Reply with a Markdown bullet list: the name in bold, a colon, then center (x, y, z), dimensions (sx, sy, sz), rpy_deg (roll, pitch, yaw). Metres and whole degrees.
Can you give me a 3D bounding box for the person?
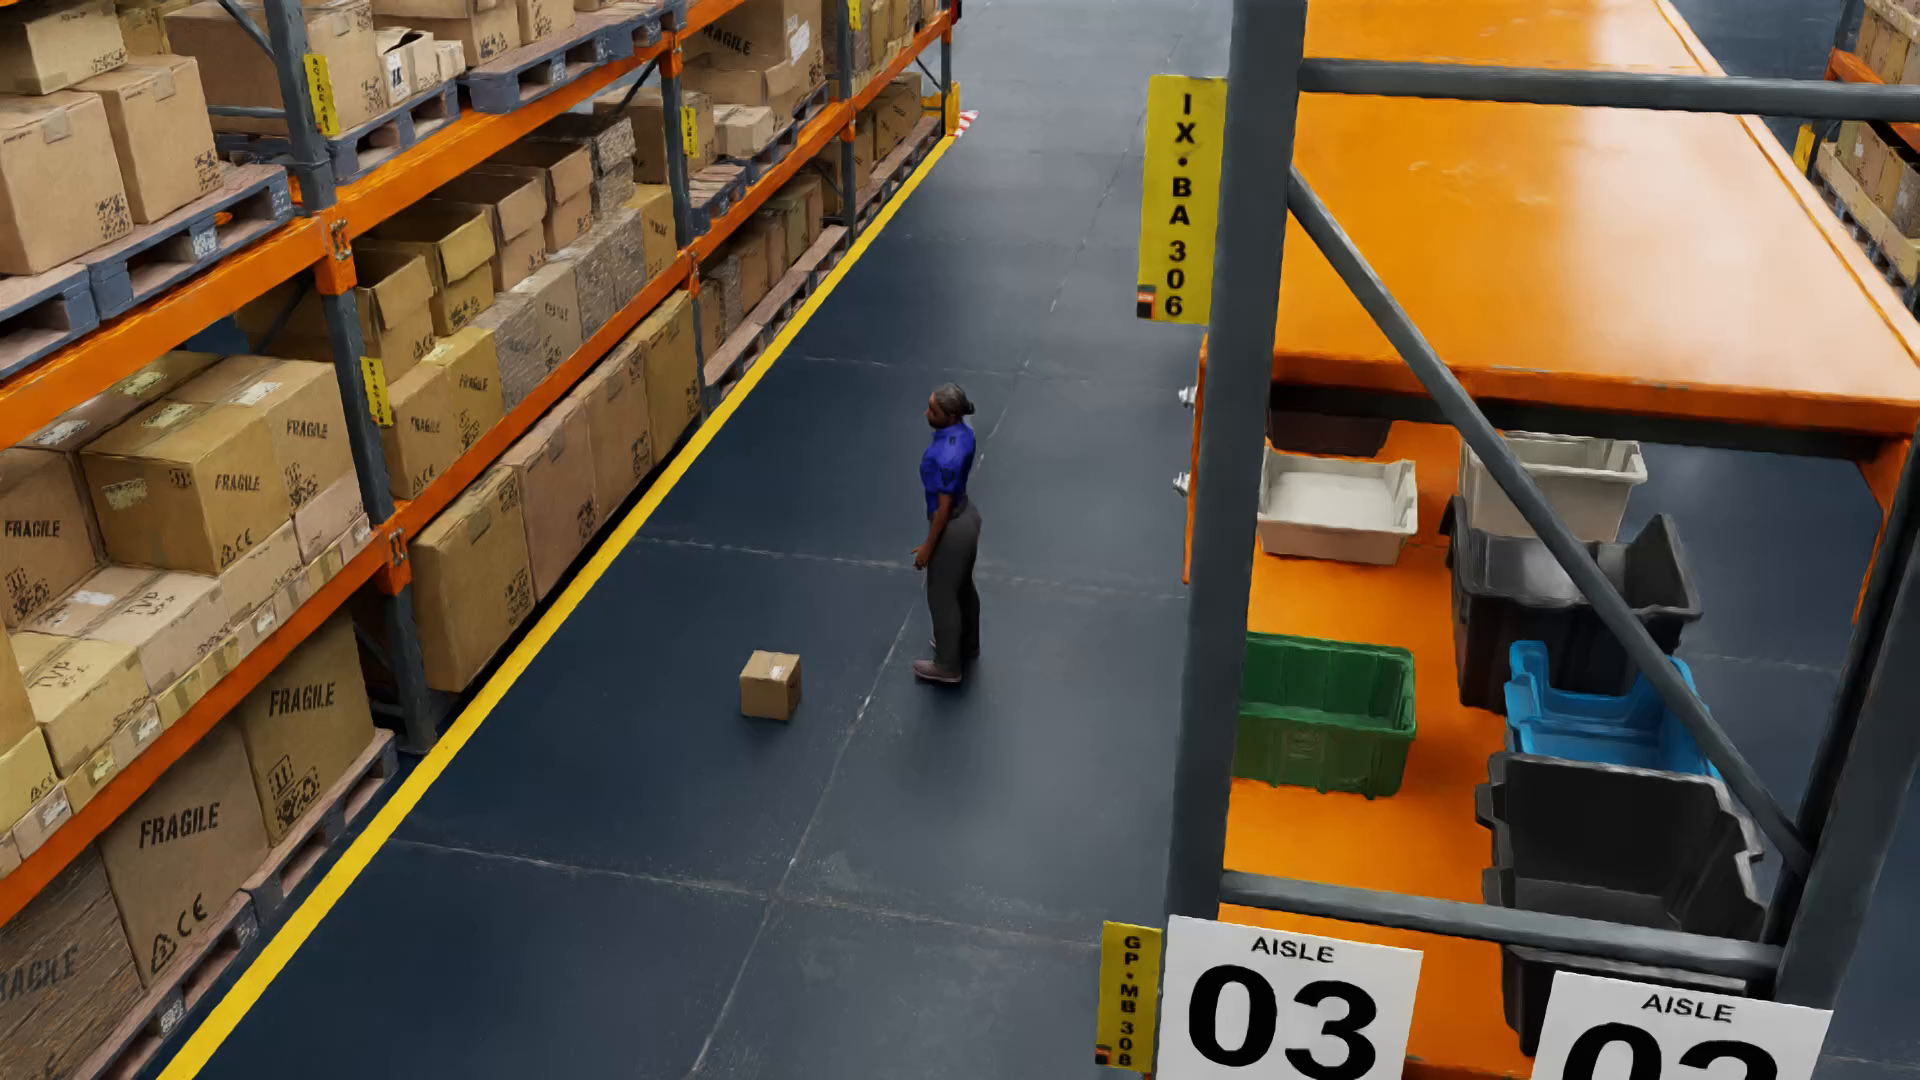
- **person**: center (-0.068, -0.046, 8.655), dimensions (0.349, 1.664, 0.493), rpy_deg (4, 29, 8)
